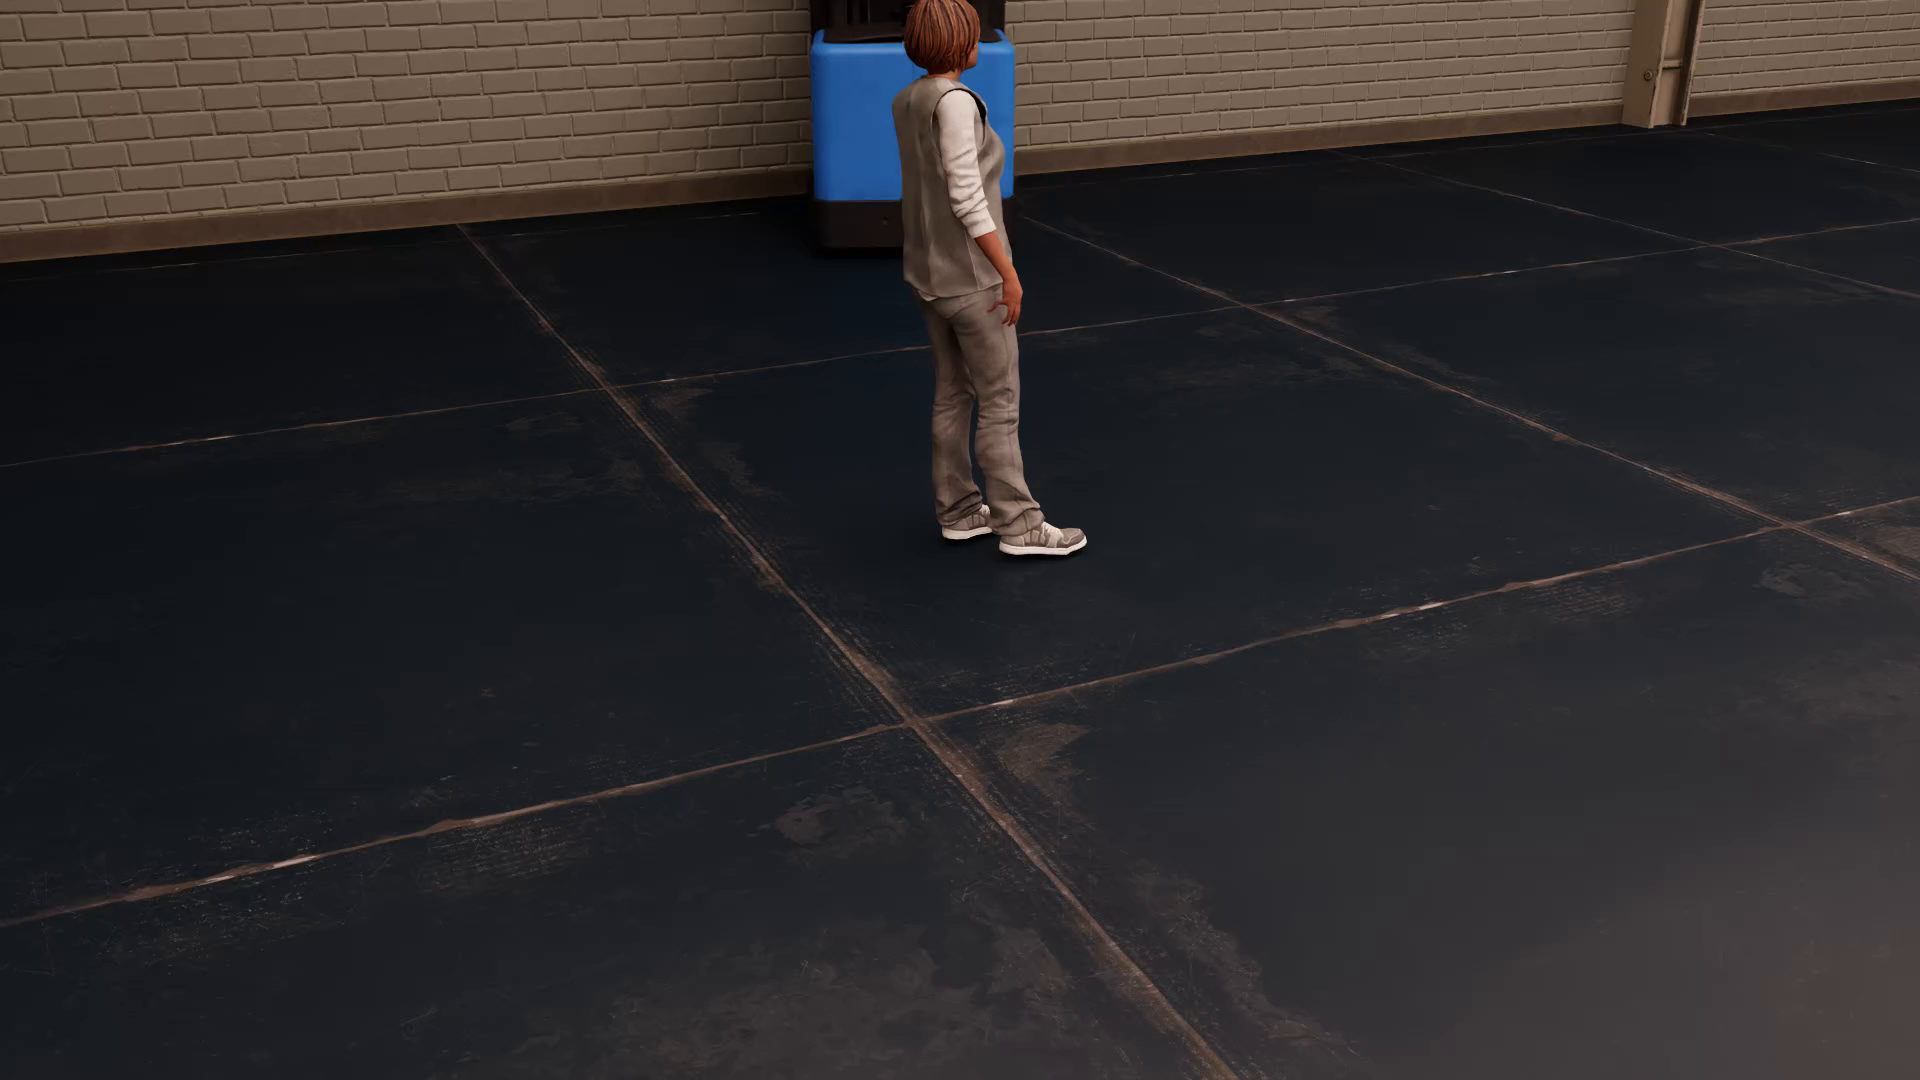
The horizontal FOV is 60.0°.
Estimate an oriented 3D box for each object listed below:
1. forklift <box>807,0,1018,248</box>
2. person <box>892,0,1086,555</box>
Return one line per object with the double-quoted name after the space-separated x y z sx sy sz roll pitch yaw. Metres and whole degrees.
-0.306 -3.370 9.399 1.130 2.935 3.031 -1 23 -3 "forklift"
0.074 -0.752 4.815 0.473 1.599 0.520 -10 25 -23 "person"
